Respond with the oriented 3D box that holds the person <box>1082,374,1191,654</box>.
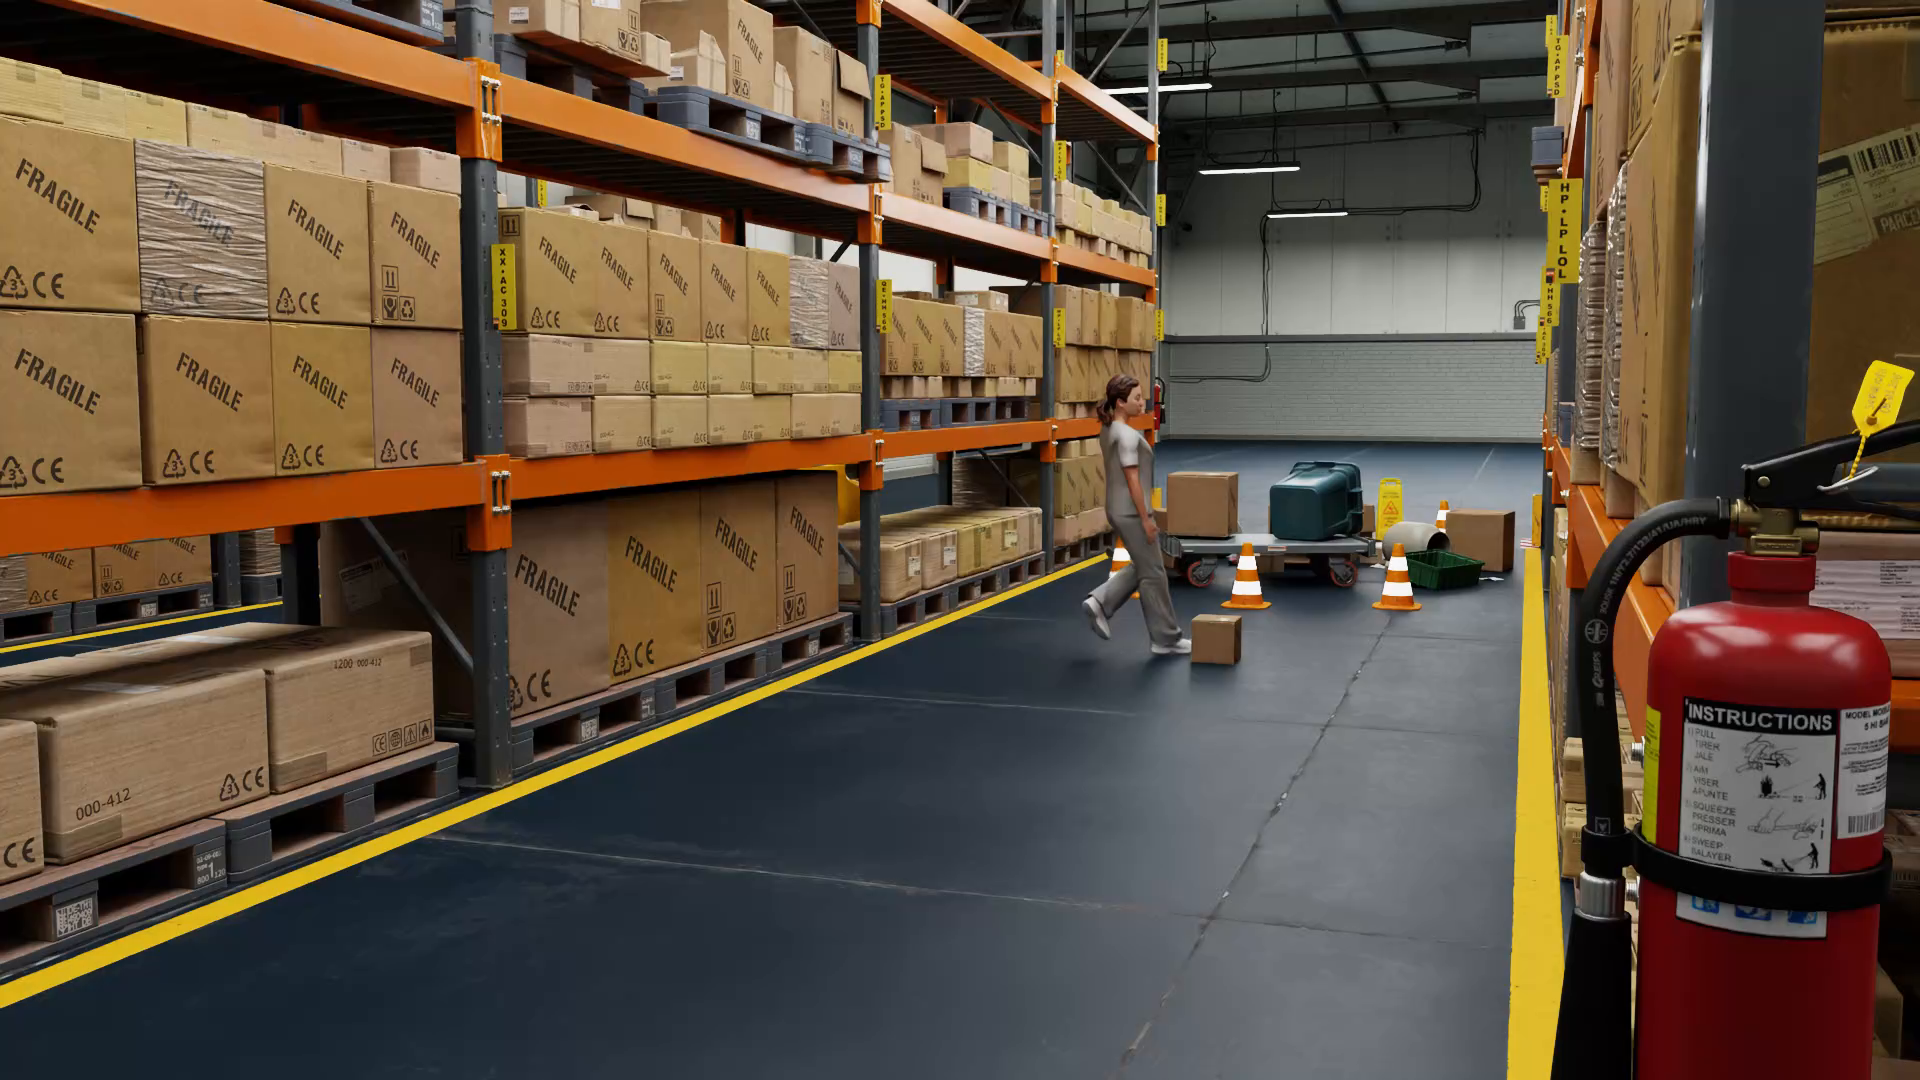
[{"bbox_3d":[1.083,-0.146,9.771,0.728,1.645,0.517,-1,5,-10],"label":"person"}]
